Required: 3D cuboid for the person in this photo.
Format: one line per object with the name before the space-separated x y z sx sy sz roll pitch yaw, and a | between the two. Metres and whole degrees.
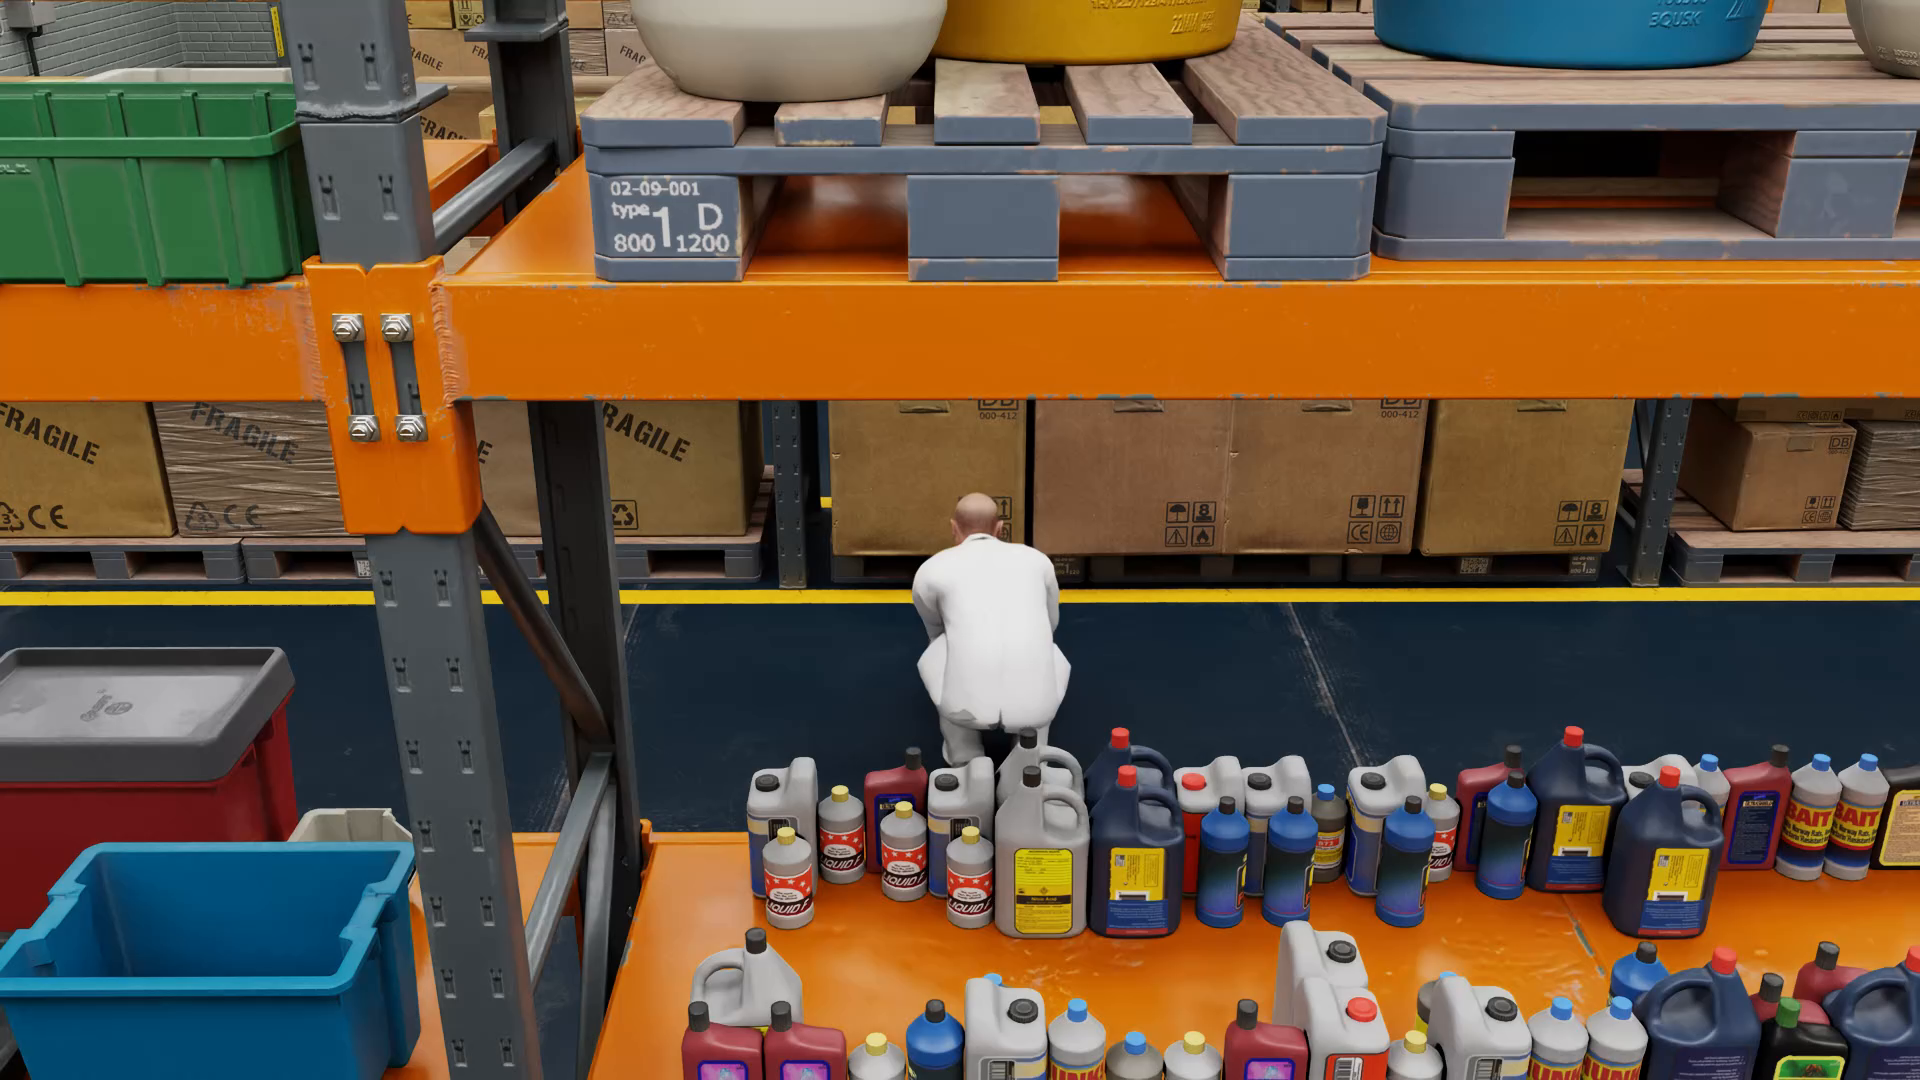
person | 0.117 0.377 6.264 0.599 0.979 0.911 0 24 -1
